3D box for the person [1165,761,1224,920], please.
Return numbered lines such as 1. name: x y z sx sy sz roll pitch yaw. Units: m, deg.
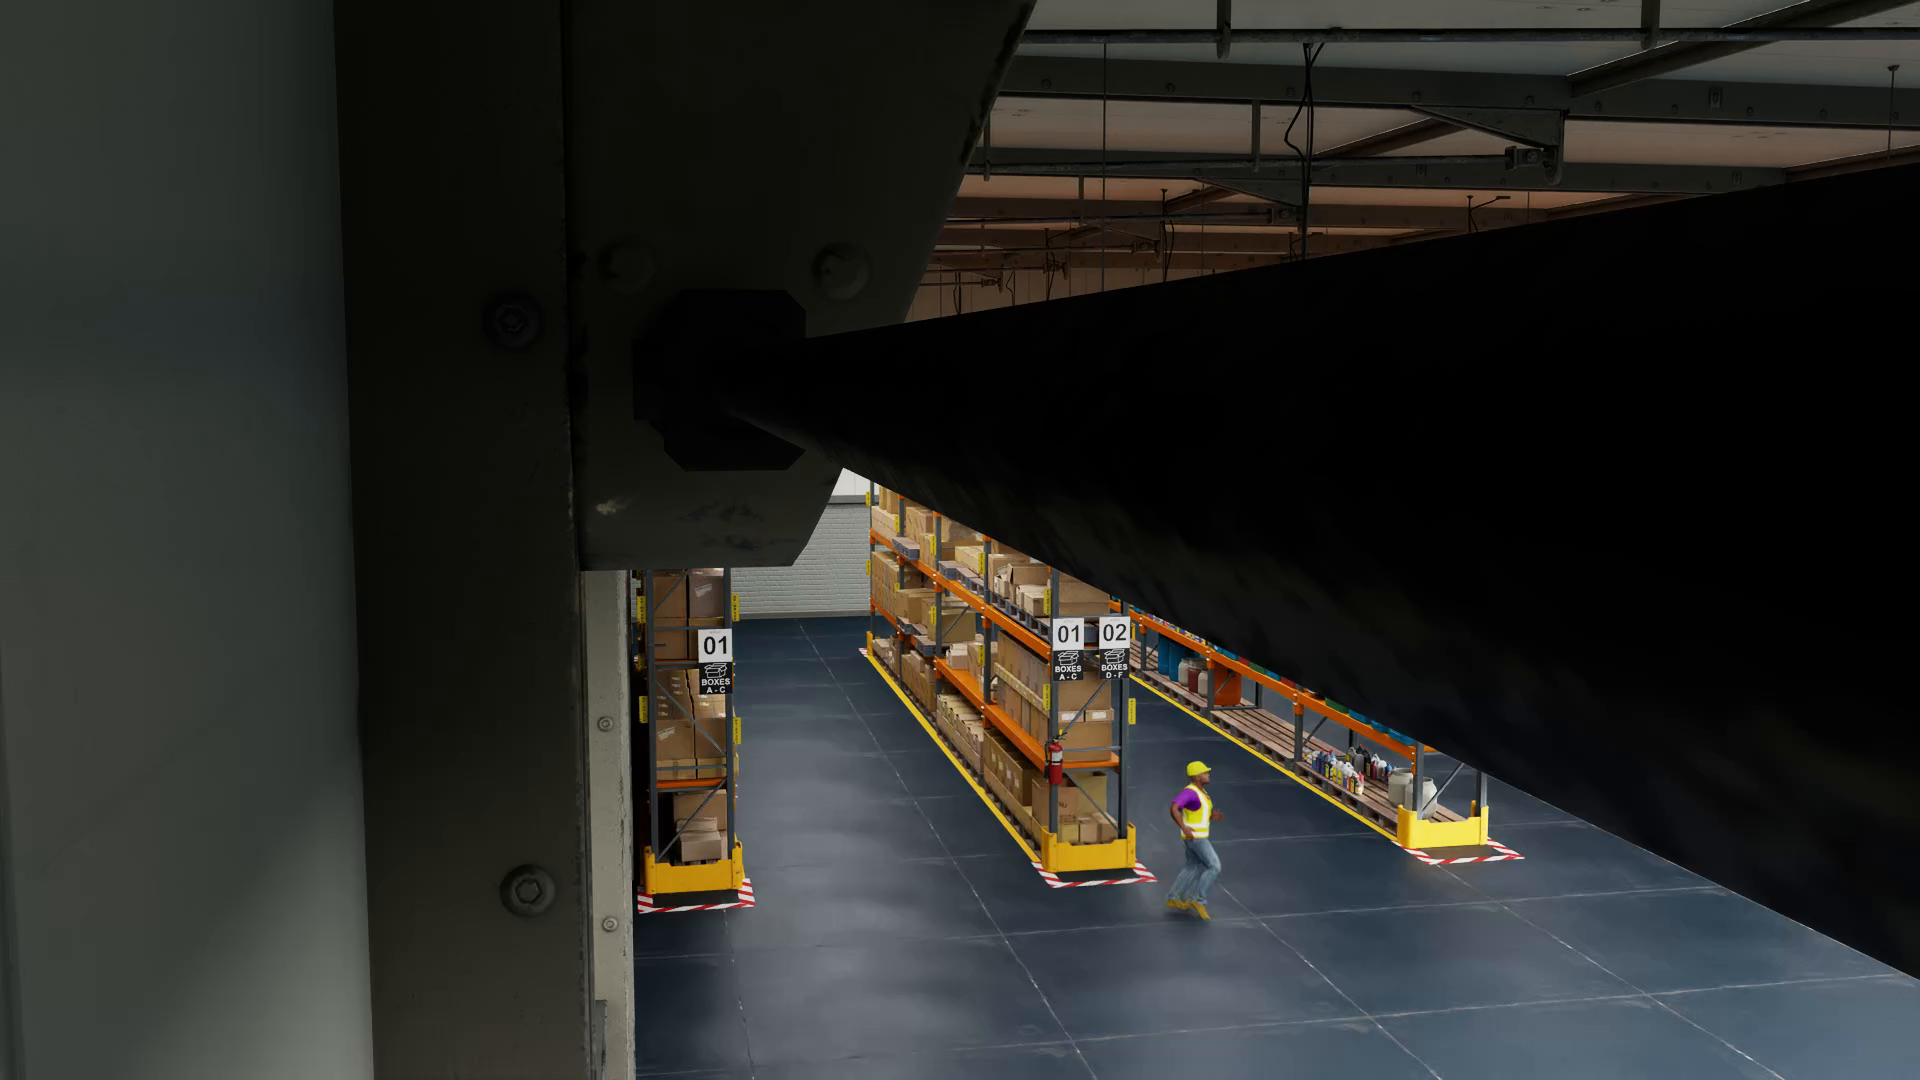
1. person: 2.724 3.470 19.295 0.659 1.811 0.708 1 6 10
